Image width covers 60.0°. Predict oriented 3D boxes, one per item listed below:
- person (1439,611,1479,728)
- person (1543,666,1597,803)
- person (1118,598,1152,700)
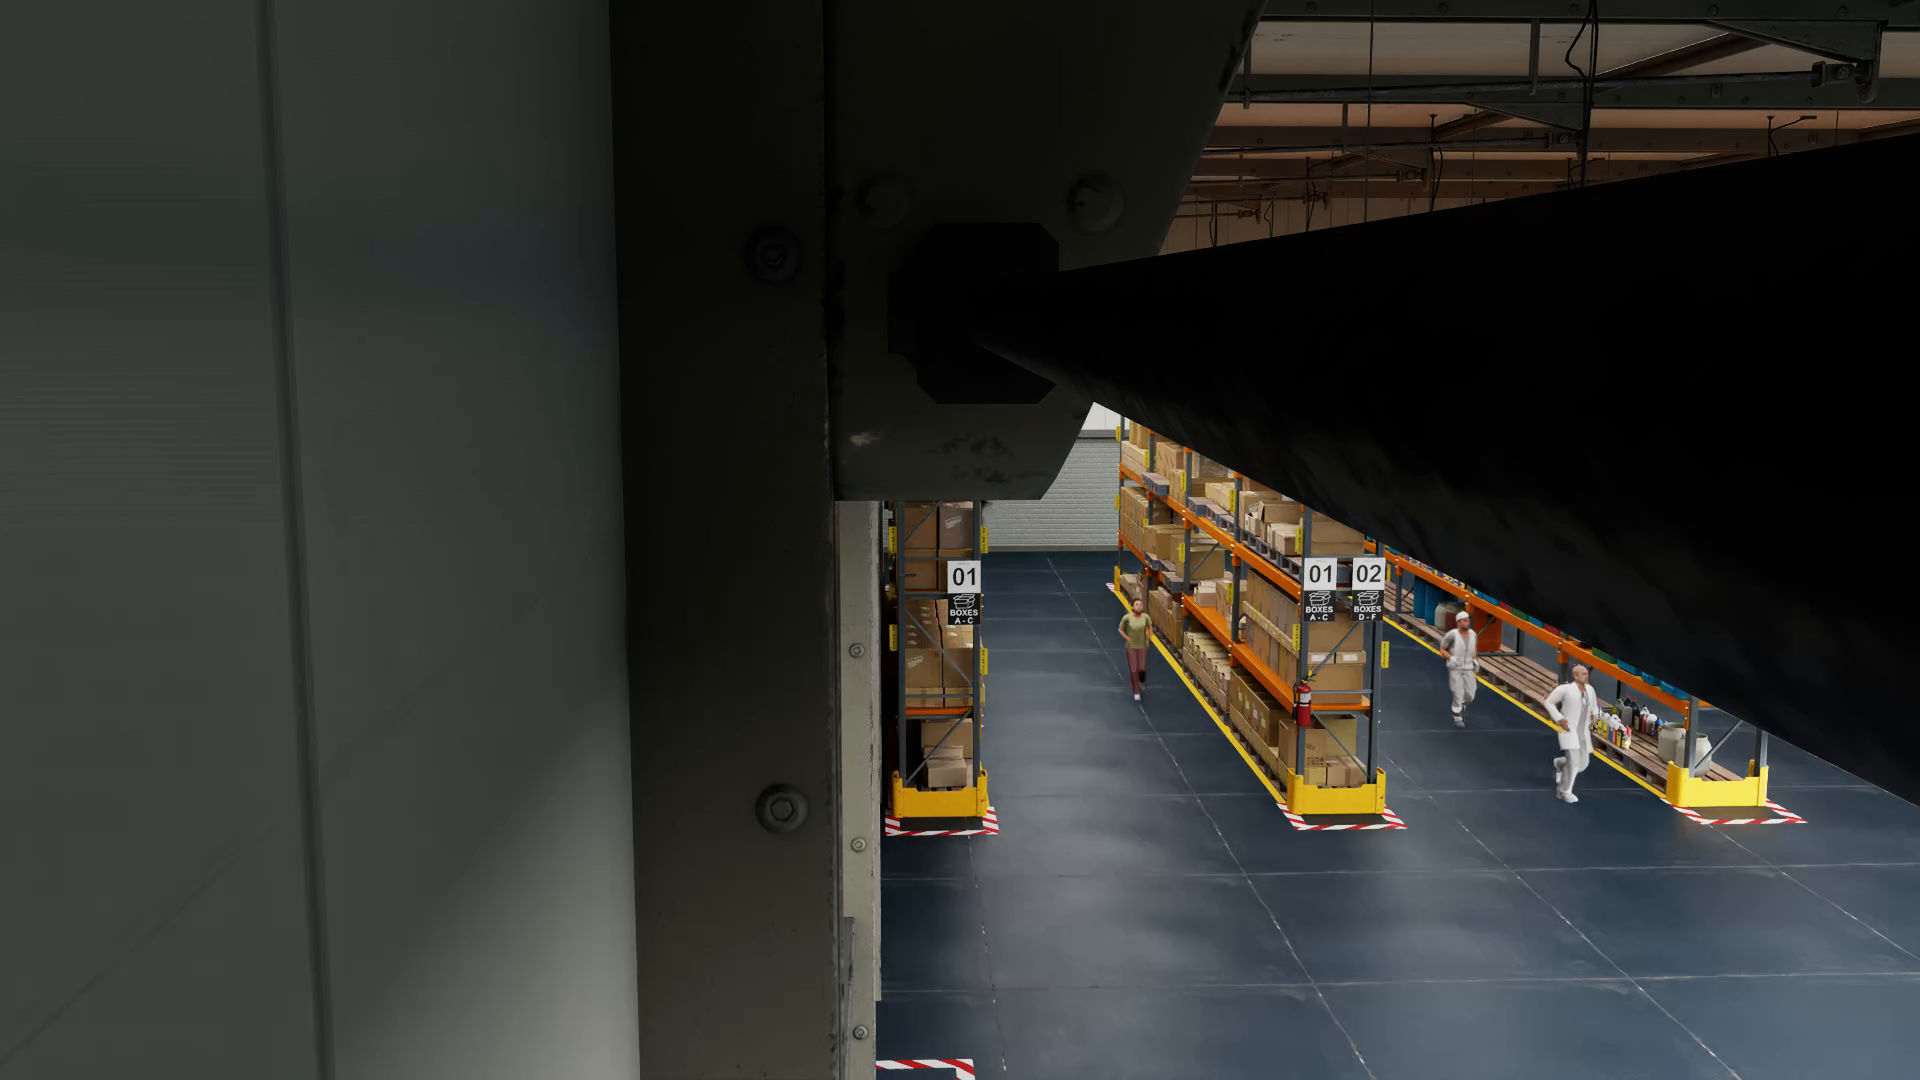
[{"bbox_3d":[7.435,1.925,24.693,0.635,1.750,0.618,-1,8,-8],"label":"person"},{"bbox_3d":[7.851,2.447,21.296,0.736,1.710,0.768,-3,9,-17],"label":"person"},{"bbox_3d":[2.800,1.728,26.470,0.567,1.641,0.520,0,8,-2],"label":"person"}]
